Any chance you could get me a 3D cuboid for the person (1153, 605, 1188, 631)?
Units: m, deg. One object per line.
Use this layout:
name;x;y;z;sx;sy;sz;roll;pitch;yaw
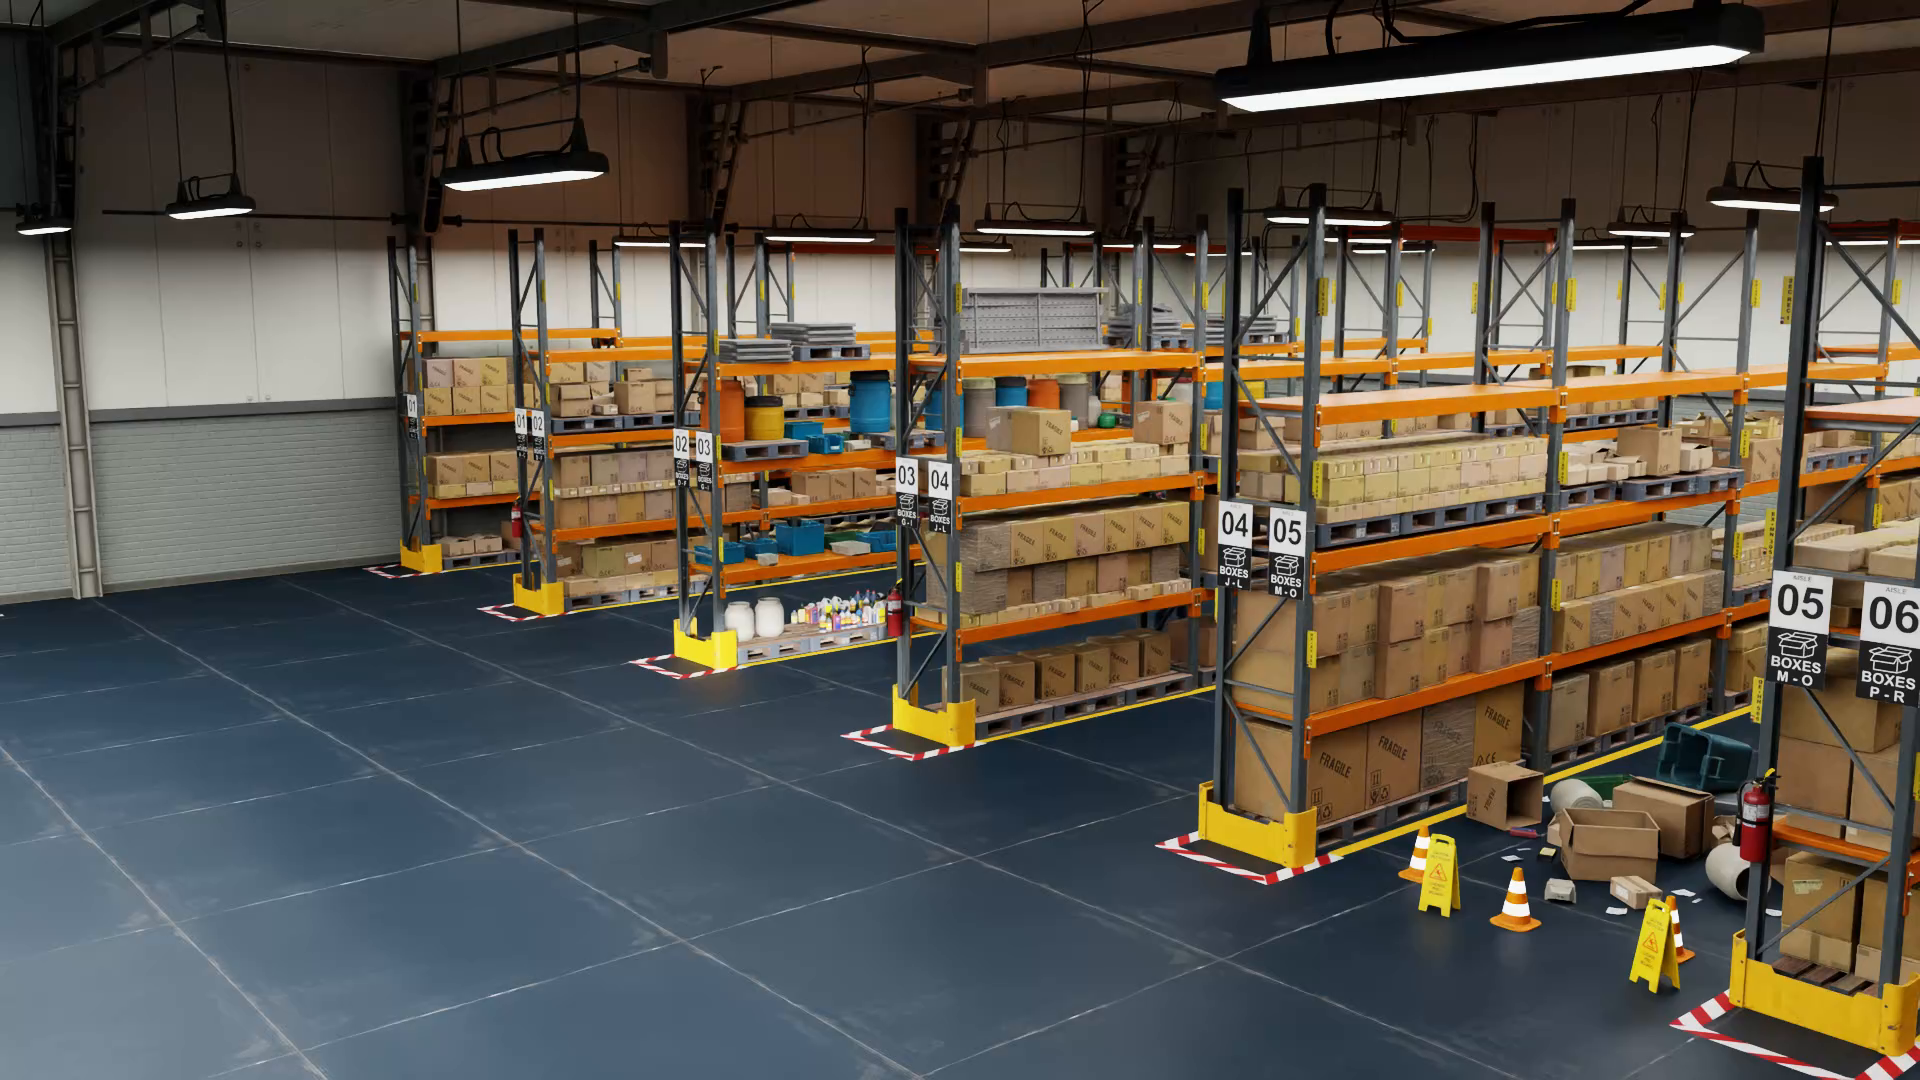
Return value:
person;3.014;0.758;23.647;0.972;1.540;0.395;-7;11;-39
